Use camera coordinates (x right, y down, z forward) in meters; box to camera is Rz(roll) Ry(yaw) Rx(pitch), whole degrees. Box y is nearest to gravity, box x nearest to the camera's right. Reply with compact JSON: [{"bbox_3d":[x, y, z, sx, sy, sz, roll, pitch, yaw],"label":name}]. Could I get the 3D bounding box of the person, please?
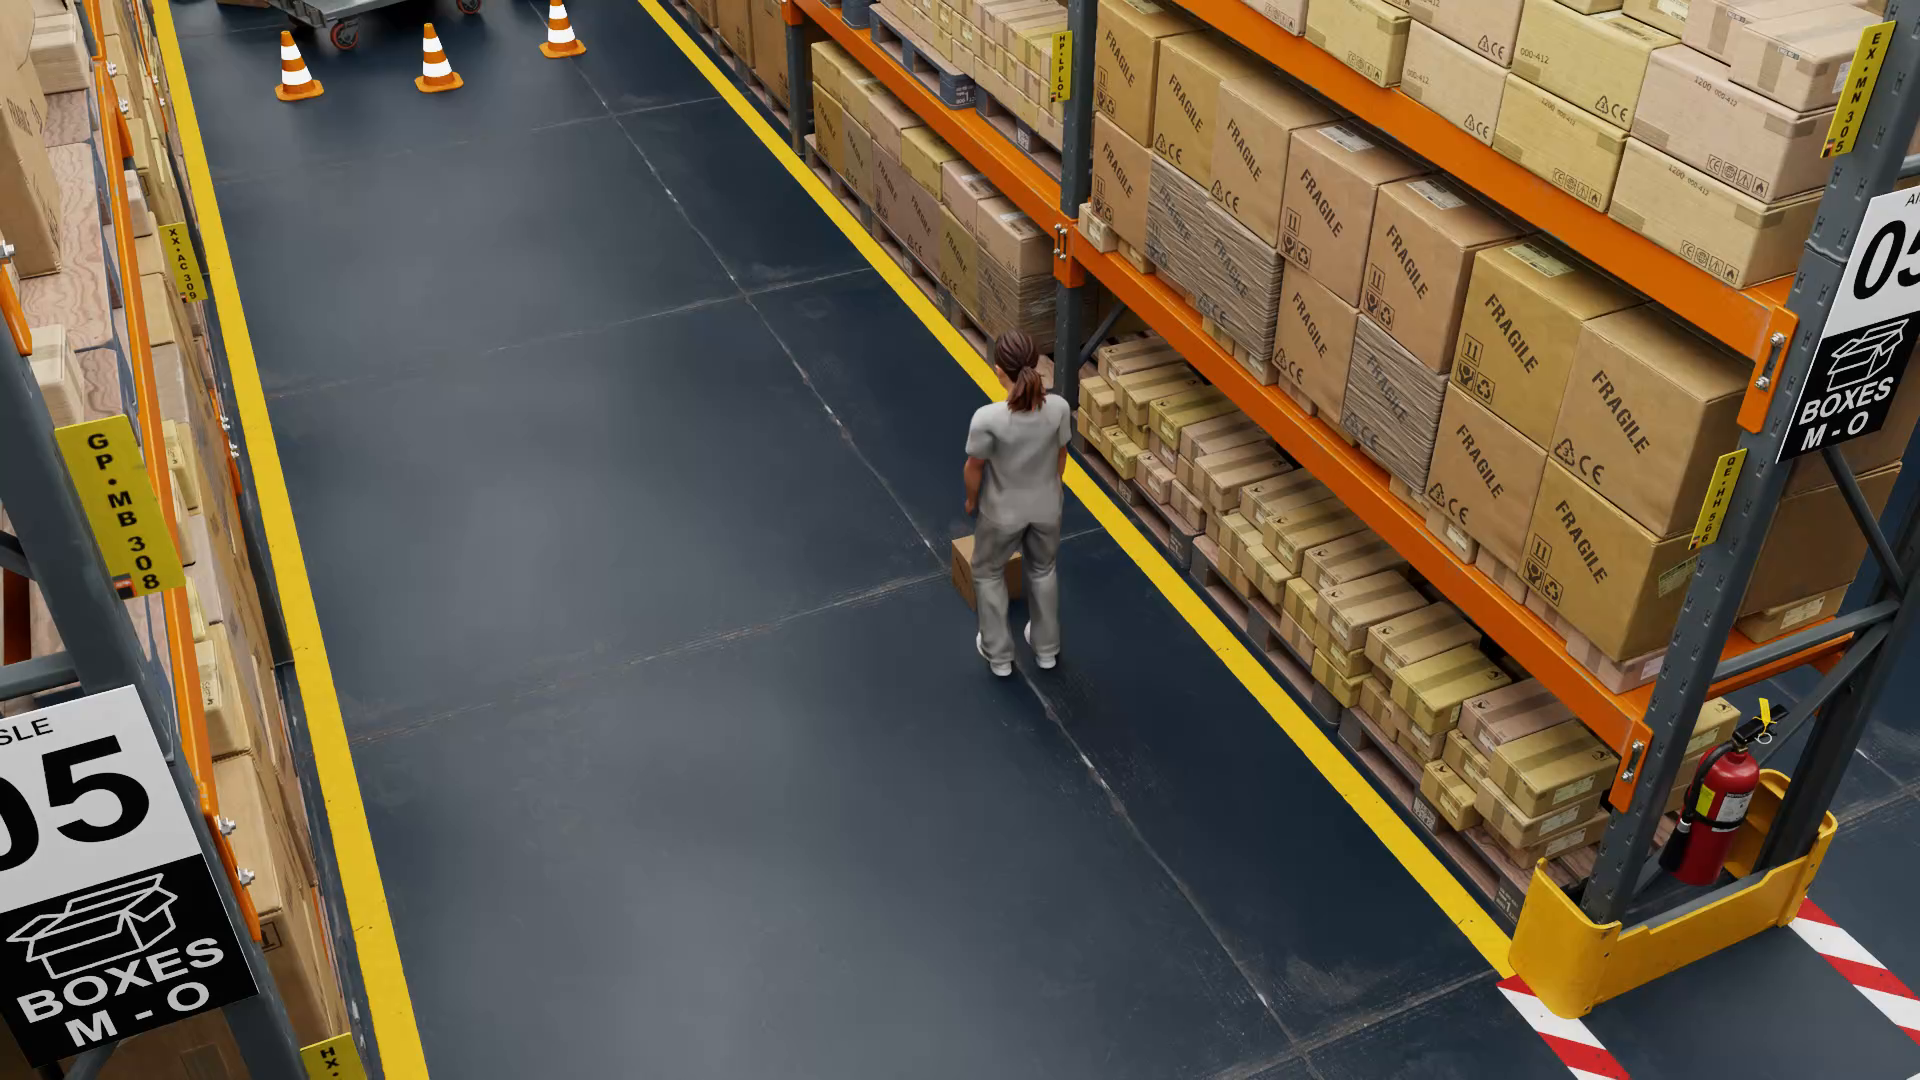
[{"bbox_3d":[0.237,-0.130,7.047,0.451,1.657,0.344,-9,38,-12],"label":"person"}]
